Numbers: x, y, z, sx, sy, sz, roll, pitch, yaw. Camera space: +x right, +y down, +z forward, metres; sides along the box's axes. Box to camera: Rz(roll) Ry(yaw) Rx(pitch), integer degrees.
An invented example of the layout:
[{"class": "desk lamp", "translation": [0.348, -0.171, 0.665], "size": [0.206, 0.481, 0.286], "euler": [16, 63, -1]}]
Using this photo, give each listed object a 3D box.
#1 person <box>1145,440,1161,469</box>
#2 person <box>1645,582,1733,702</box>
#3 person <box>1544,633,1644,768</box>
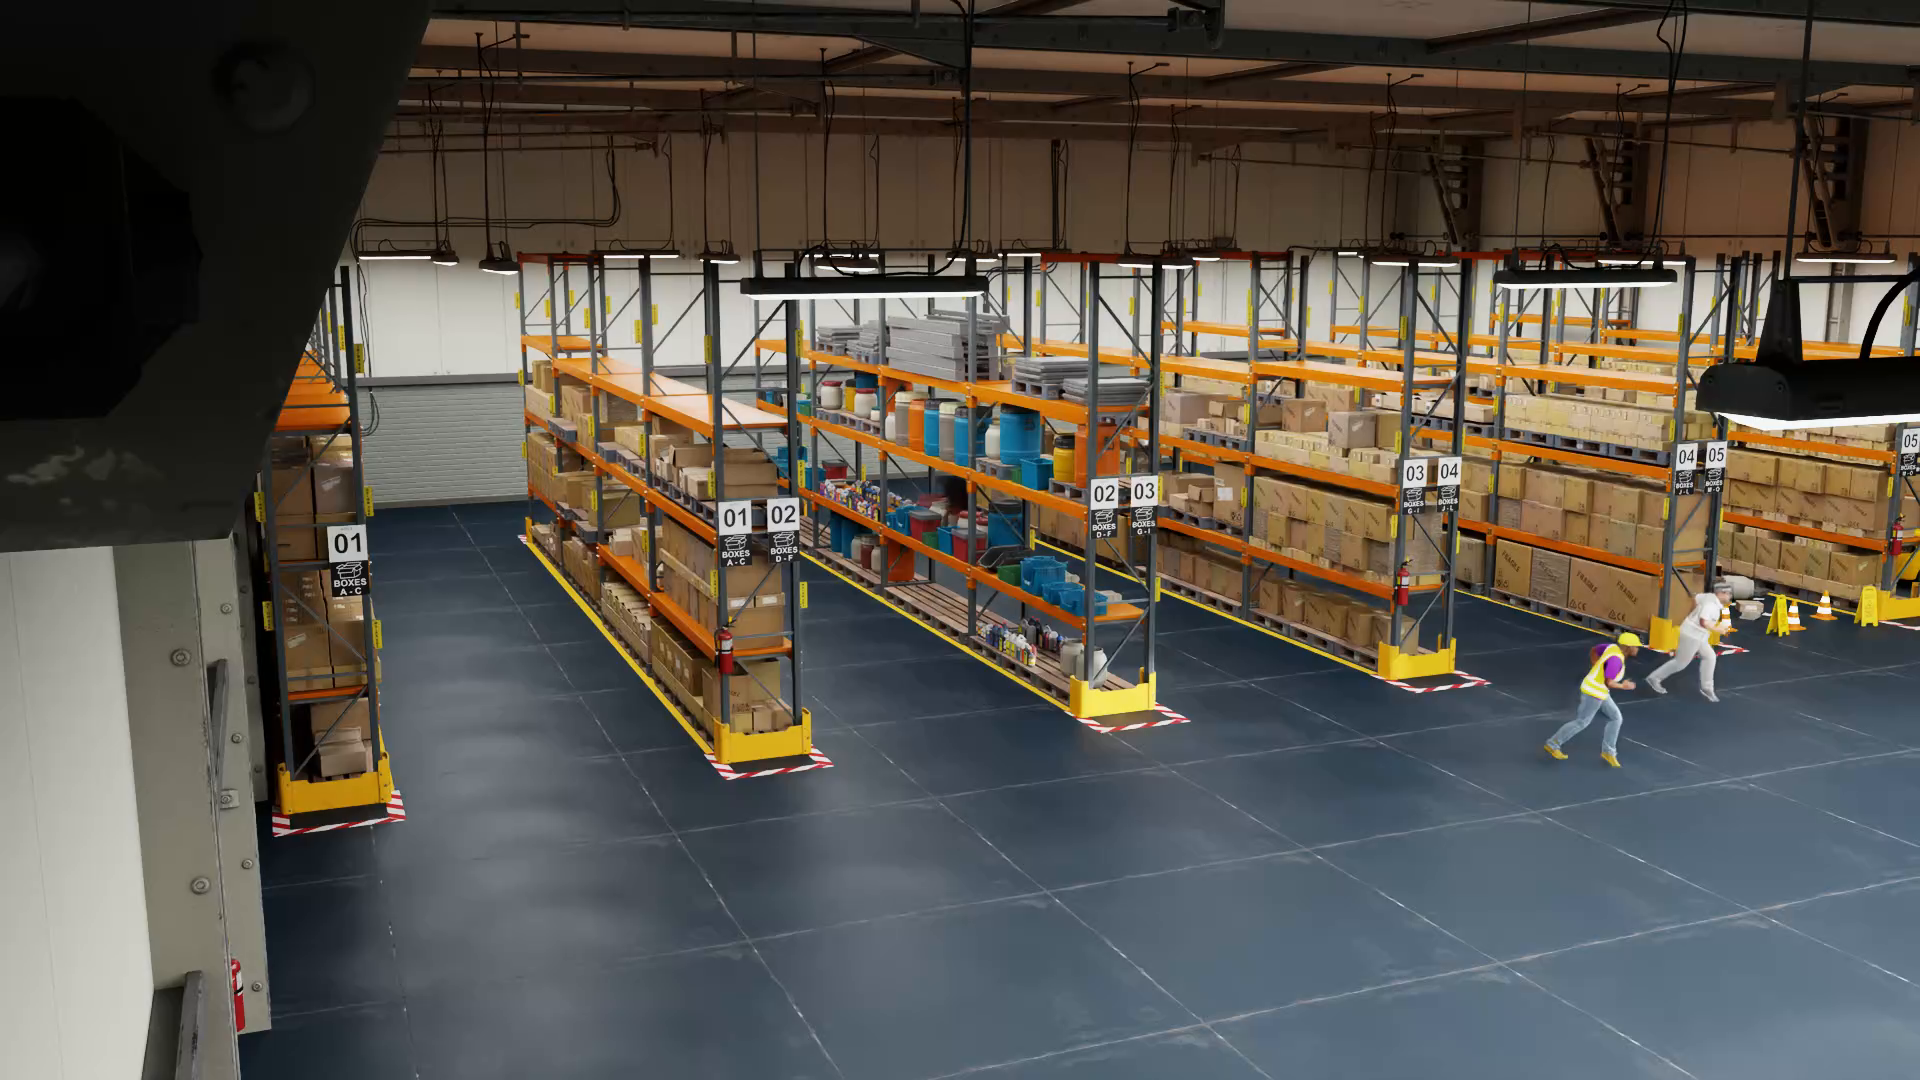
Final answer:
[{"class": "person", "translation": [4.297, -1.411, 37.943], "size": [0.678, 1.734, 0.608], "euler": [-4, 11, -22]}, {"class": "person", "translation": [10.055, 1.397, 22.960], "size": [1.020, 1.722, 0.706], "euler": [4, 11, 20]}, {"class": "person", "translation": [7.632, 1.925, 20.053], "size": [1.037, 1.715, 0.747], "euler": [3, 11, 18]}]
